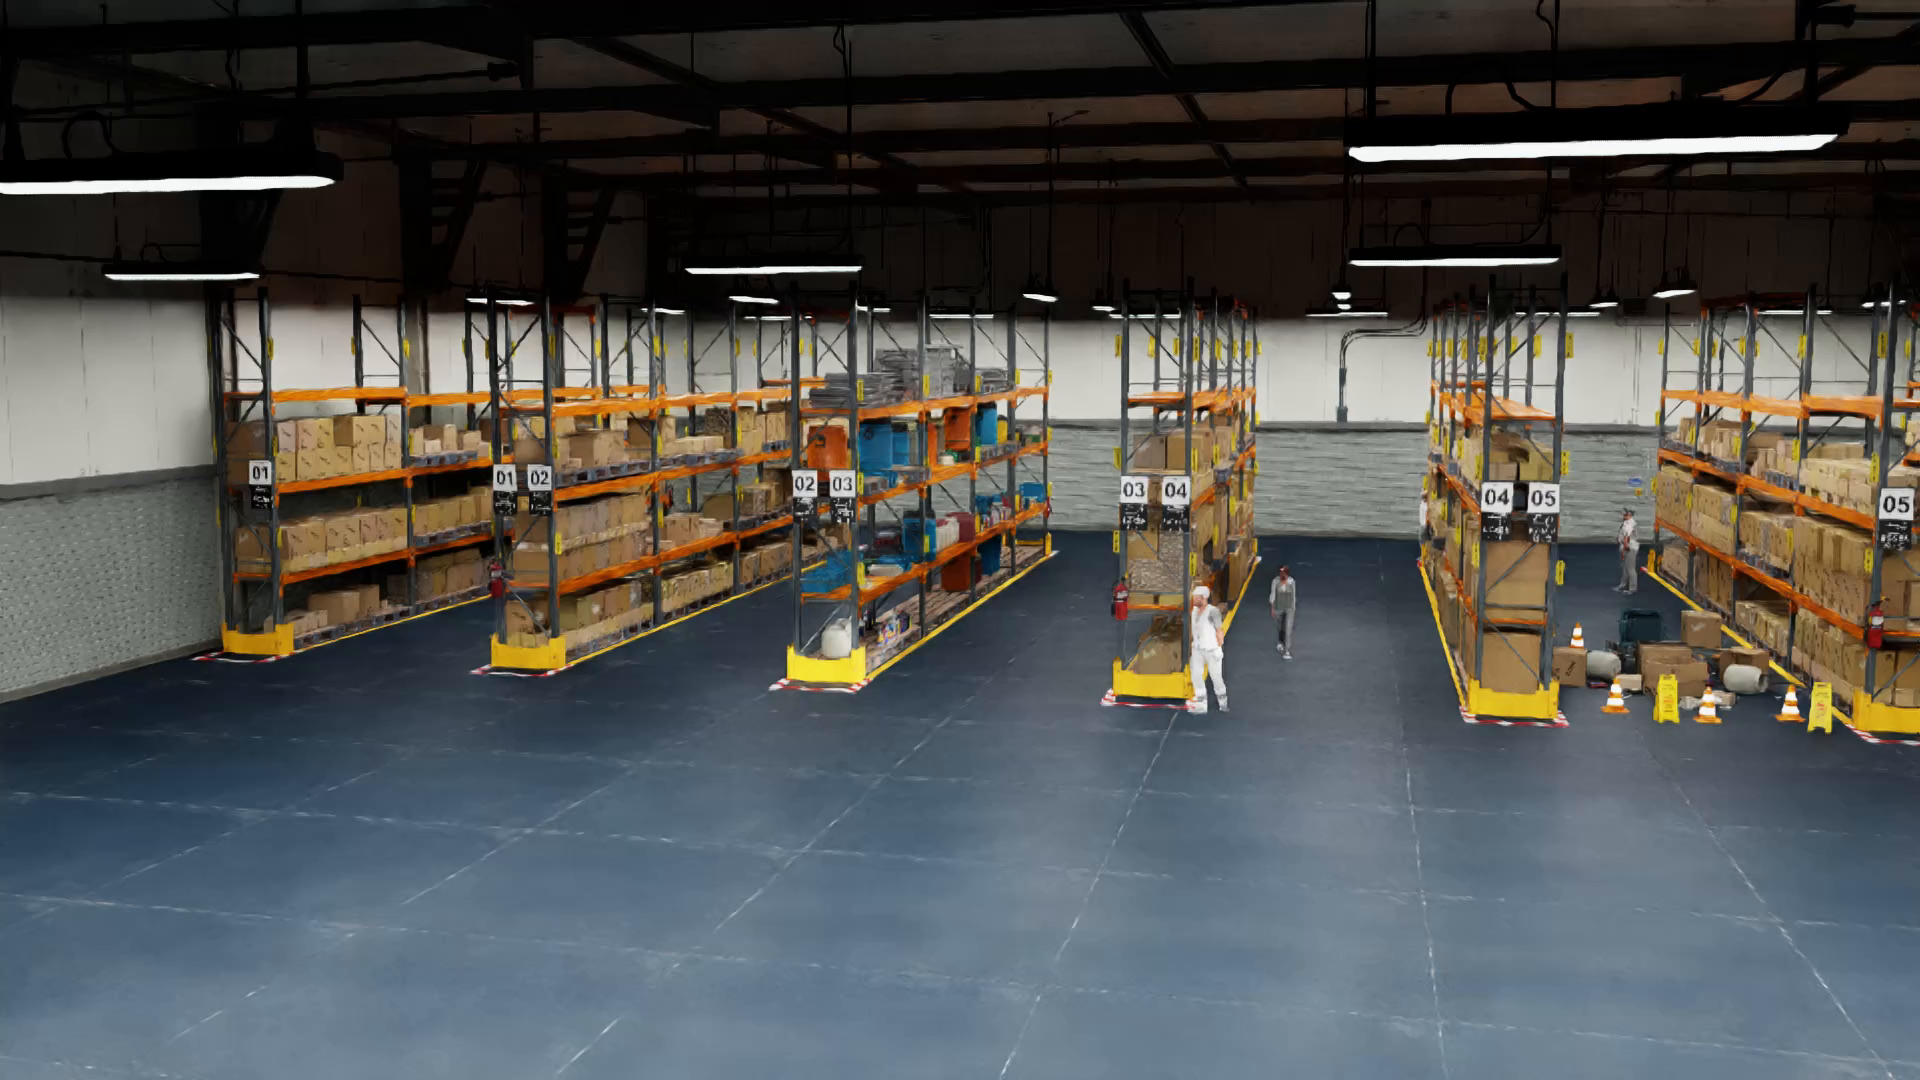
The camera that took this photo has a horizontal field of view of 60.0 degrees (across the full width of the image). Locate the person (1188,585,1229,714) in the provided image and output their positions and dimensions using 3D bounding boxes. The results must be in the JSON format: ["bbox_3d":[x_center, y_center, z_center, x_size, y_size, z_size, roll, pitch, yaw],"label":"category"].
[{"bbox_3d":[3.428,1.502,22.909,0.574,1.775,0.576,-6,9,-41],"label":"person"}]

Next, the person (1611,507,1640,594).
[{"bbox_3d":[13.664,0.206,34.091,0.558,1.750,0.635,4,8,30],"label":"person"}]

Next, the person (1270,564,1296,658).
[{"bbox_3d":[5.259,1.127,27.103,0.417,1.517,1.036,2,7,16],"label":"person"}]

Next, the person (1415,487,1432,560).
[{"bbox_3d":[11.144,-0.394,39.482,0.579,1.755,0.601,-3,7,-28],"label":"person"}]
